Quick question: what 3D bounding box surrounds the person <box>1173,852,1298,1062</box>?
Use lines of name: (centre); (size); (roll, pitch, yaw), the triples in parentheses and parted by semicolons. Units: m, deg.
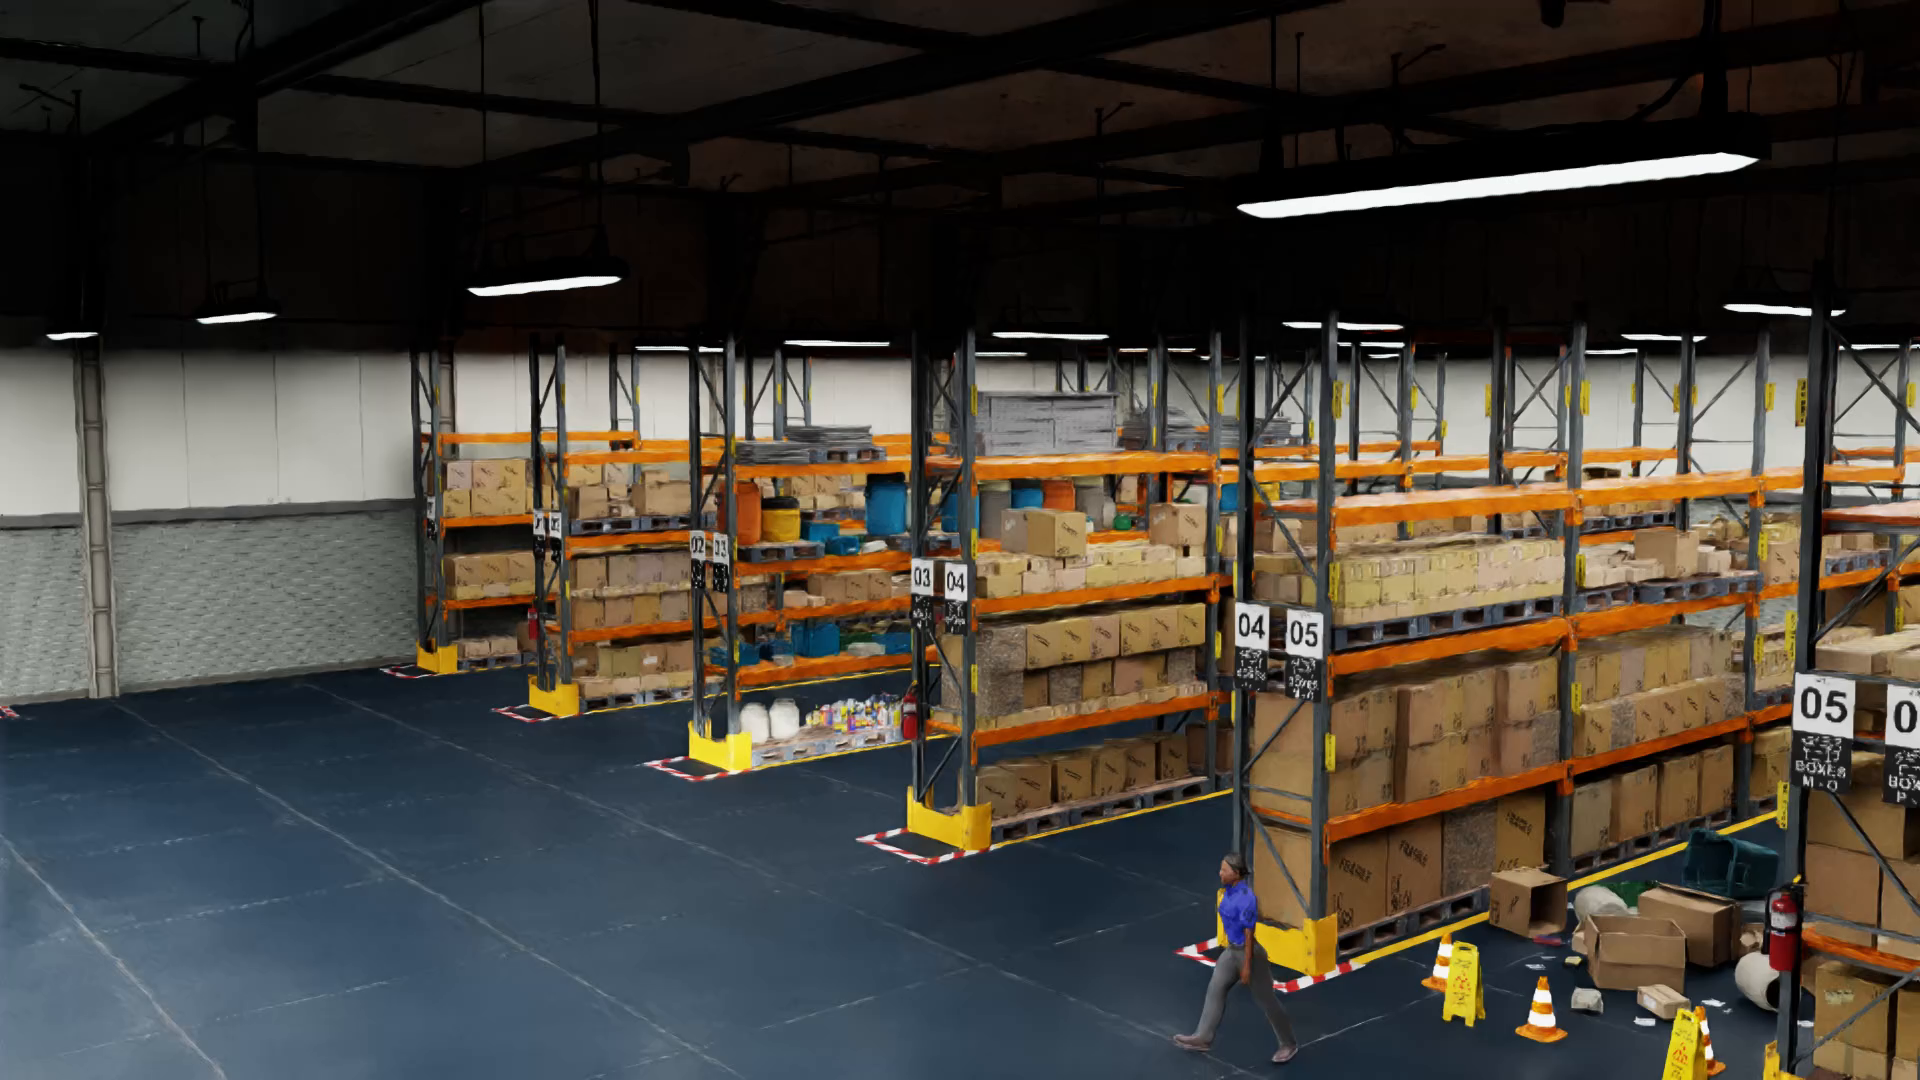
person: (2.141, 3.187, 12.761); (0.913, 1.592, 0.494); (-1, 5, -11)
